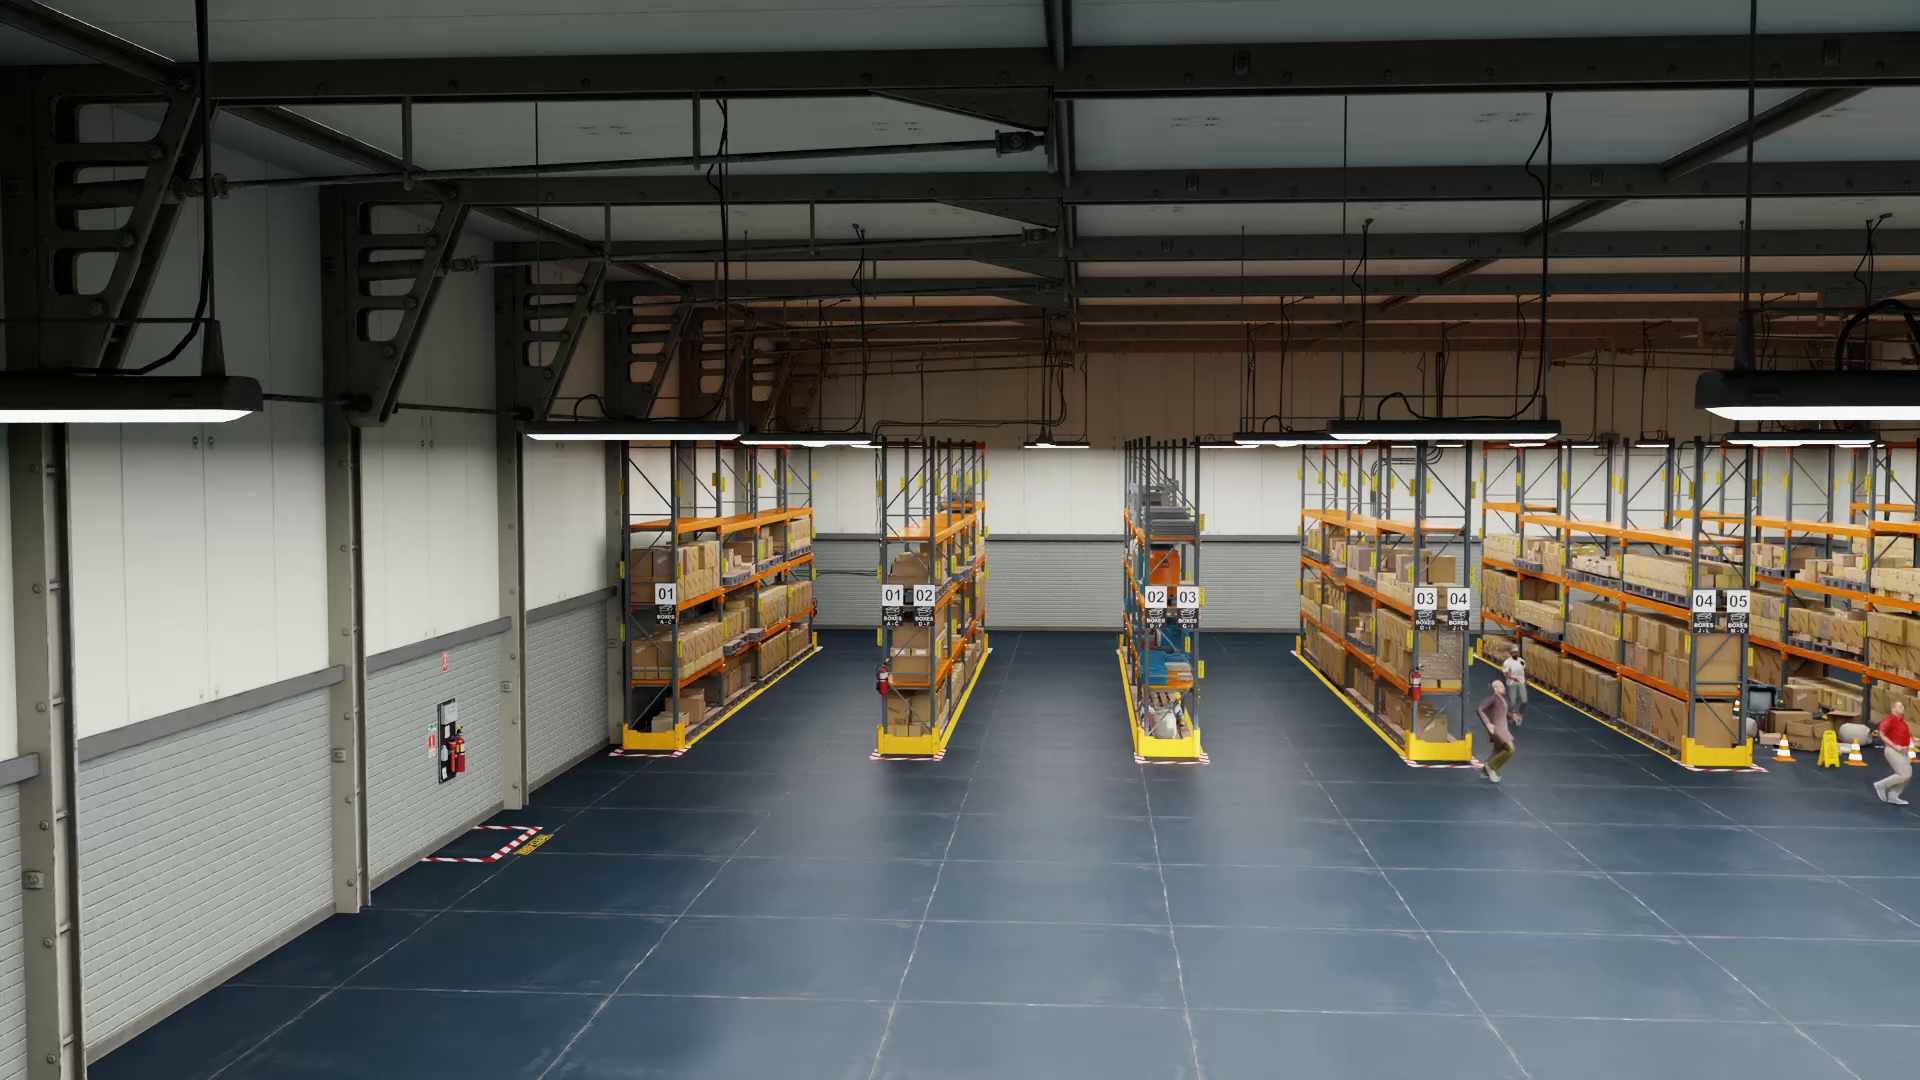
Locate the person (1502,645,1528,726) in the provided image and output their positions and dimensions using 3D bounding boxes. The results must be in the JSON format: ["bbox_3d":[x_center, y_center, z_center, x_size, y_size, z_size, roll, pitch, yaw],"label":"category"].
[{"bbox_3d":[11.600,3.035,34.693,0.581,1.694,0.656,0,3,-2],"label":"person"}]

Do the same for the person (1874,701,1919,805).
[{"bbox_3d":[15.174,3.424,26.887,0.658,1.645,0.617,-3,4,-42],"label":"person"}]

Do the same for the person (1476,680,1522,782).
[{"bbox_3d":[9.322,3.344,28.687,0.710,1.661,0.684,2,4,36],"label":"person"}]
